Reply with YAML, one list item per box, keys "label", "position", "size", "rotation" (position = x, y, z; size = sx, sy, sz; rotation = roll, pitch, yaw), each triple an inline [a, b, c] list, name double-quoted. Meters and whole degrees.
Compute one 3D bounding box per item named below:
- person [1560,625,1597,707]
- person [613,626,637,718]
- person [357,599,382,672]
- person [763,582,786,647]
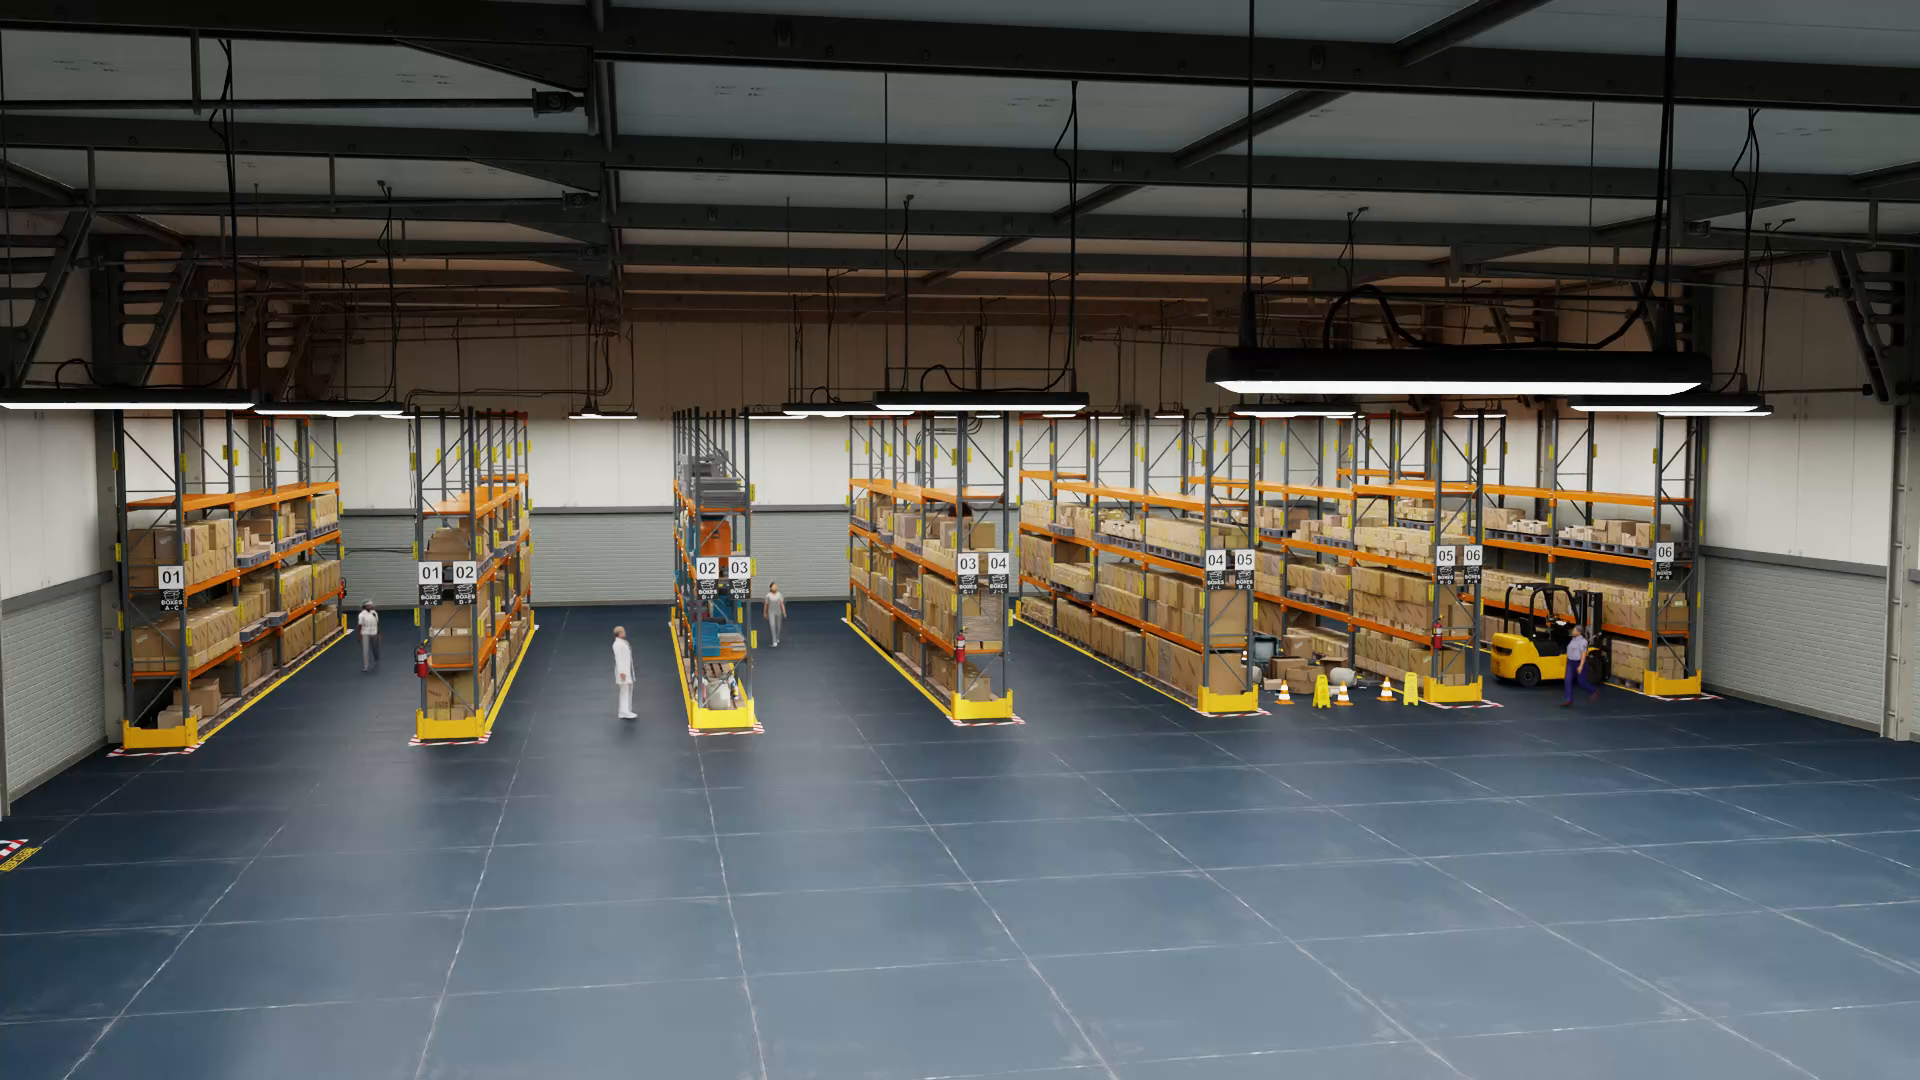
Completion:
- label: "person"
  position: [12.456, 2.527, 33.453]
  size: [0.733, 1.633, 0.481]
  rotation: [-3, 5, -33]
- label: "person"
  position: [-6.479, 2.572, 32.248]
  size: [0.490, 1.822, 0.651]
  rotation: [1, 4, 14]
- label: "person"
  position: [-13.613, 2.172, 38.320]
  size: [0.534, 1.639, 0.907]
  rotation: [-1, 4, -17]
- label: "person"
  position: [-4.744, 1.891, 42.536]
  size: [0.548, 1.621, 1.064]
  rotation: [-1, 4, -16]
